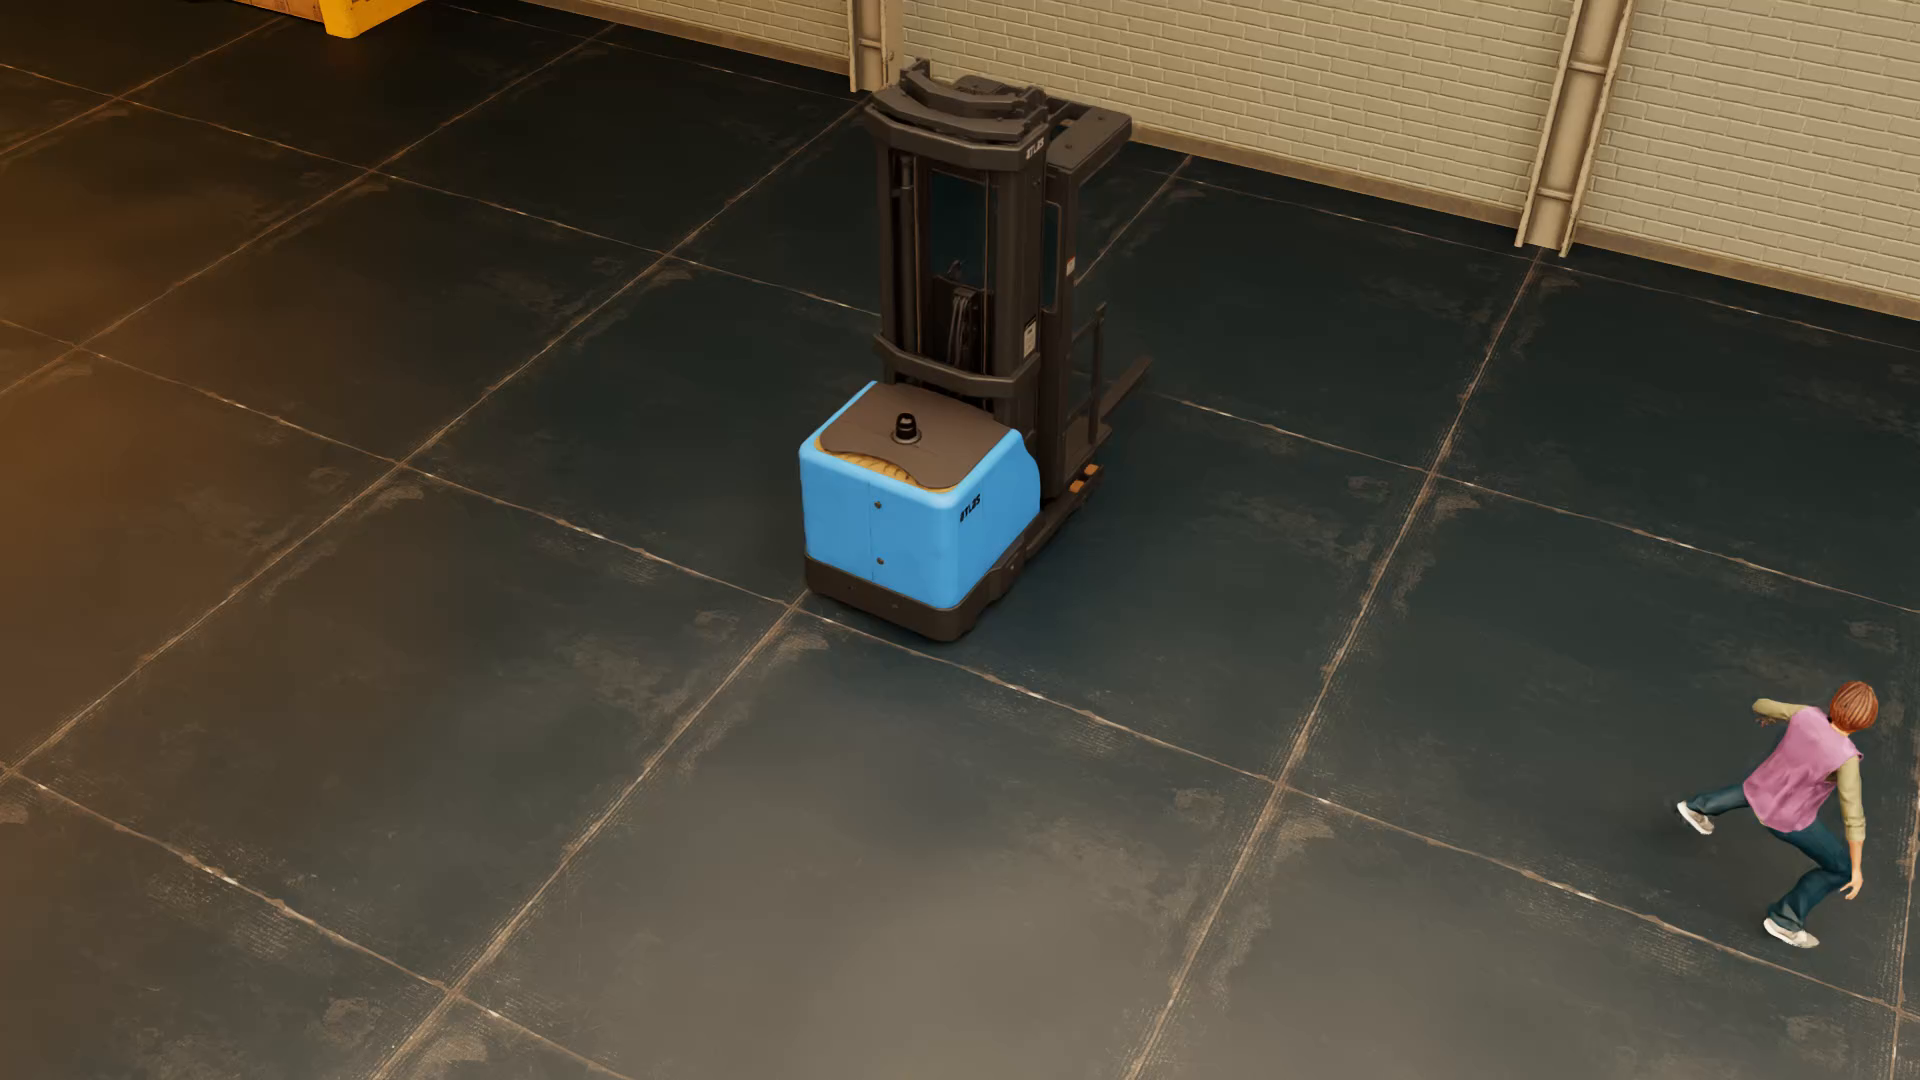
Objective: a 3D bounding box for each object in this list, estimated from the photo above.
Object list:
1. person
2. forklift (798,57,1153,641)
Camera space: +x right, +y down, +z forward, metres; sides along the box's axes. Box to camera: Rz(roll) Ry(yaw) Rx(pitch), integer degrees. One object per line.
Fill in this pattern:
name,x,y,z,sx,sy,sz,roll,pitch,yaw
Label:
person,3.893,1.231,7.707,0.468,1.472,0.982,-7,41,-8
forklift,0.268,-1.474,9.736,1.130,2.935,3.031,21,44,23
